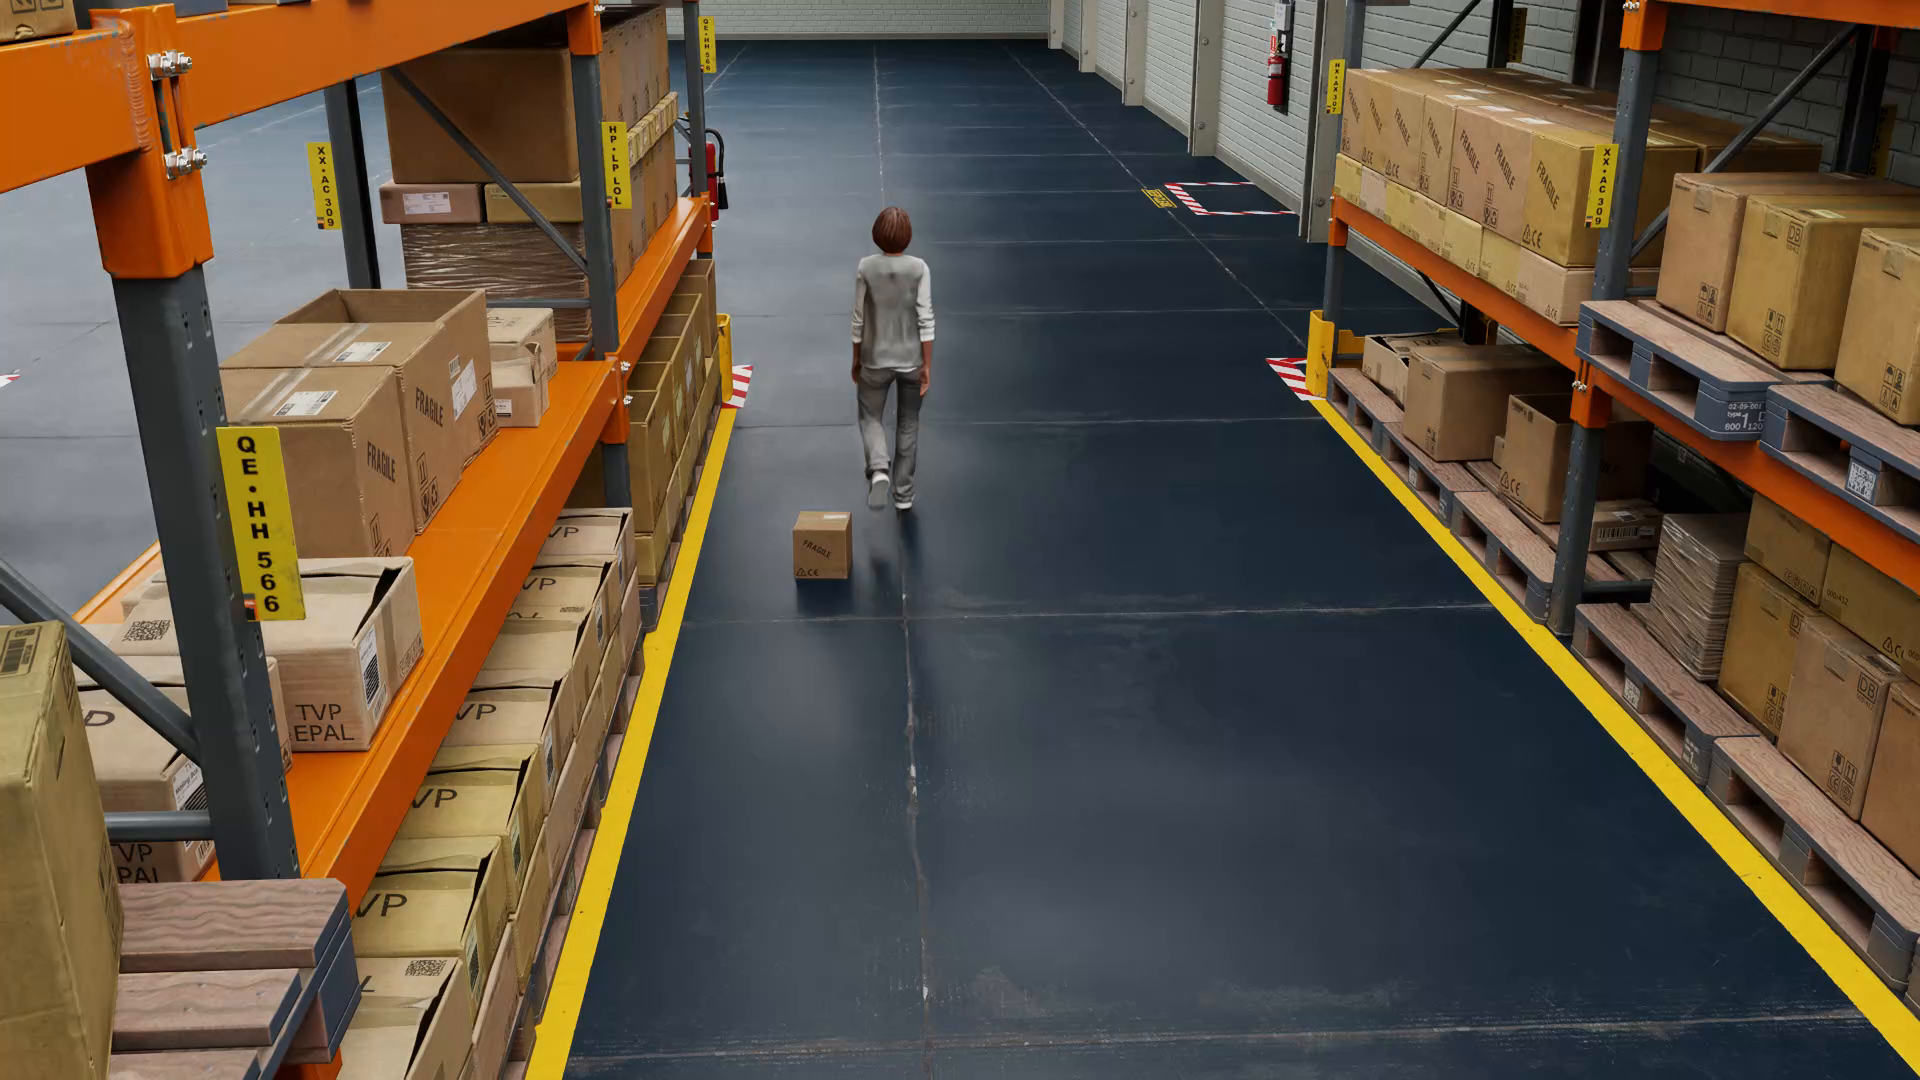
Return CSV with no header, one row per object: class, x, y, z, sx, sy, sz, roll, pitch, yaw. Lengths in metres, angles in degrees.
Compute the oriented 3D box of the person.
person,-0.337,-0.874,8.342,0.419,1.581,0.624,-1,21,-3
